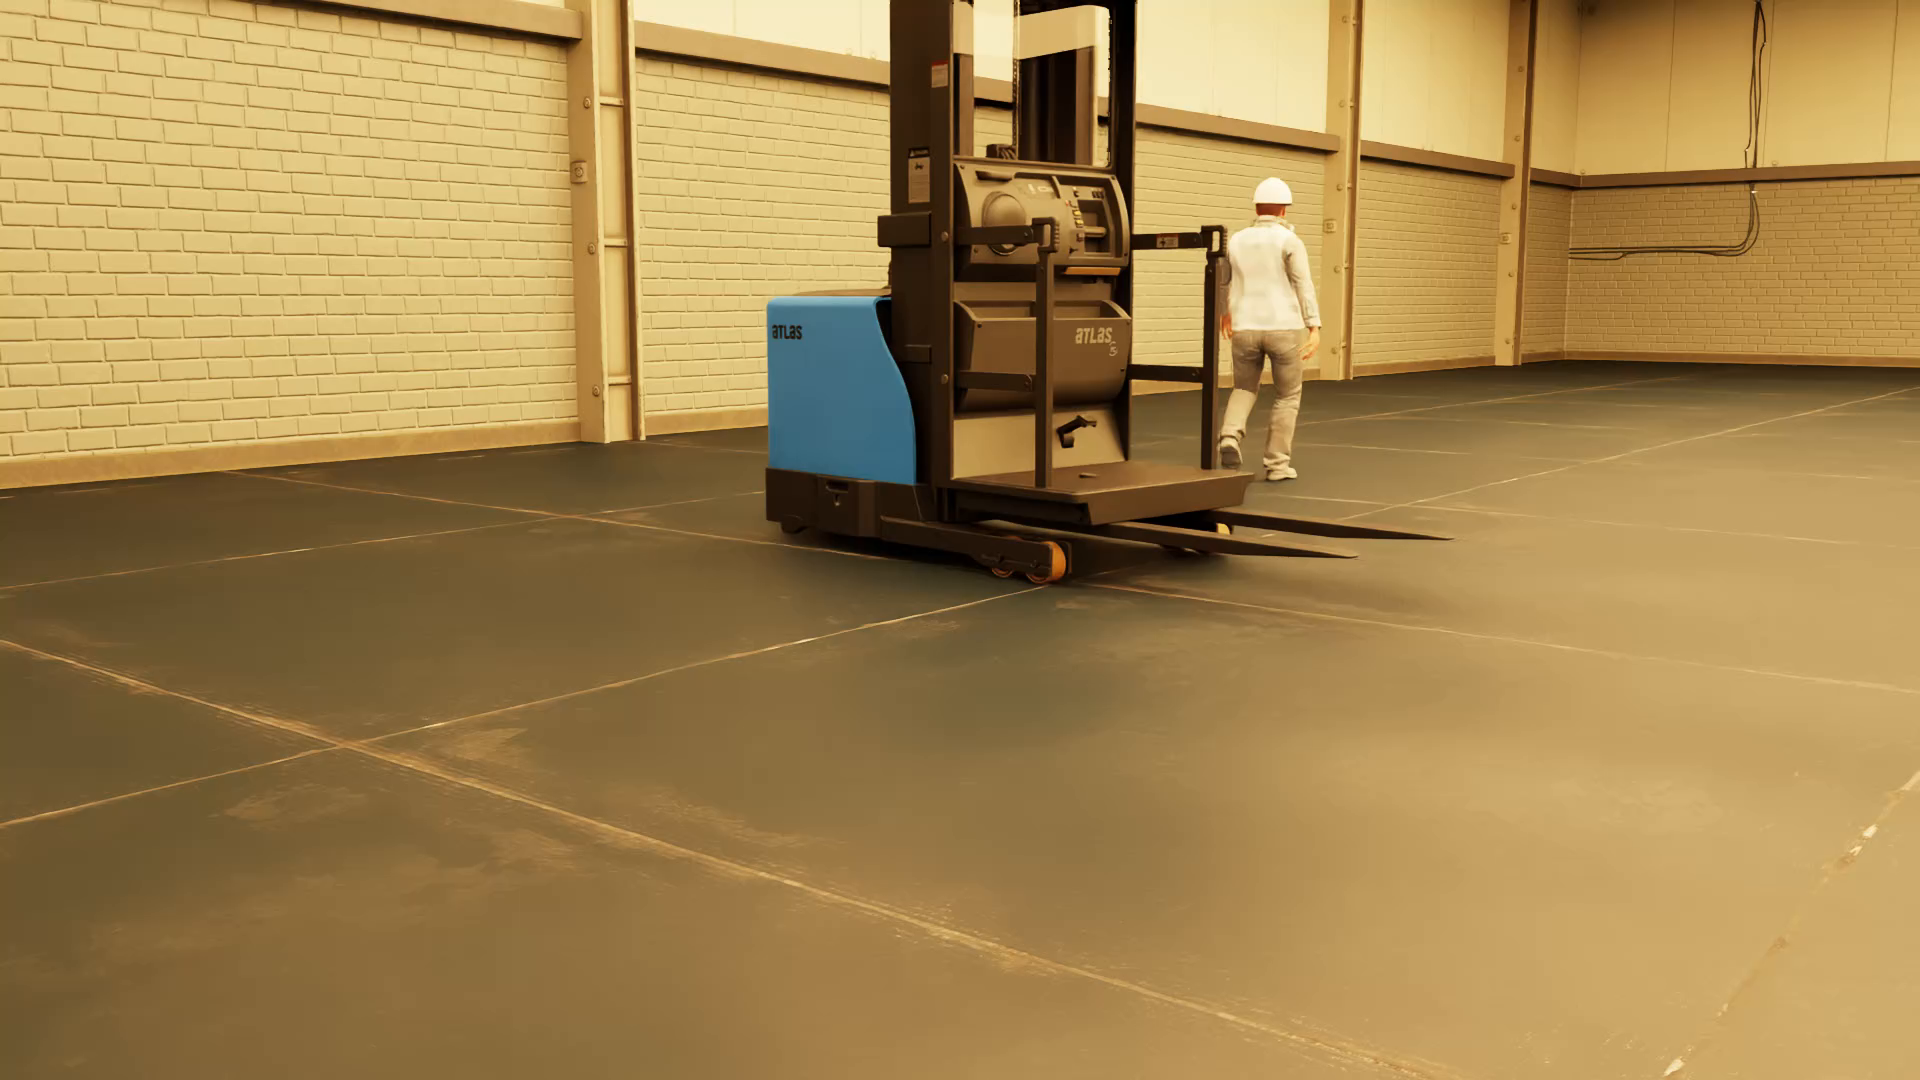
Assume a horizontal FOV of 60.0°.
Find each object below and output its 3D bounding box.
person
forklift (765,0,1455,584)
[{"bbox_3d":[1.789,-1.225,9.728,0.741,1.754,0.526,5,10,33],"label":"person"},{"bbox_3d":[0.493,-1.367,6.625,1.130,2.935,3.031,-8,11,-43],"label":"forklift"}]
